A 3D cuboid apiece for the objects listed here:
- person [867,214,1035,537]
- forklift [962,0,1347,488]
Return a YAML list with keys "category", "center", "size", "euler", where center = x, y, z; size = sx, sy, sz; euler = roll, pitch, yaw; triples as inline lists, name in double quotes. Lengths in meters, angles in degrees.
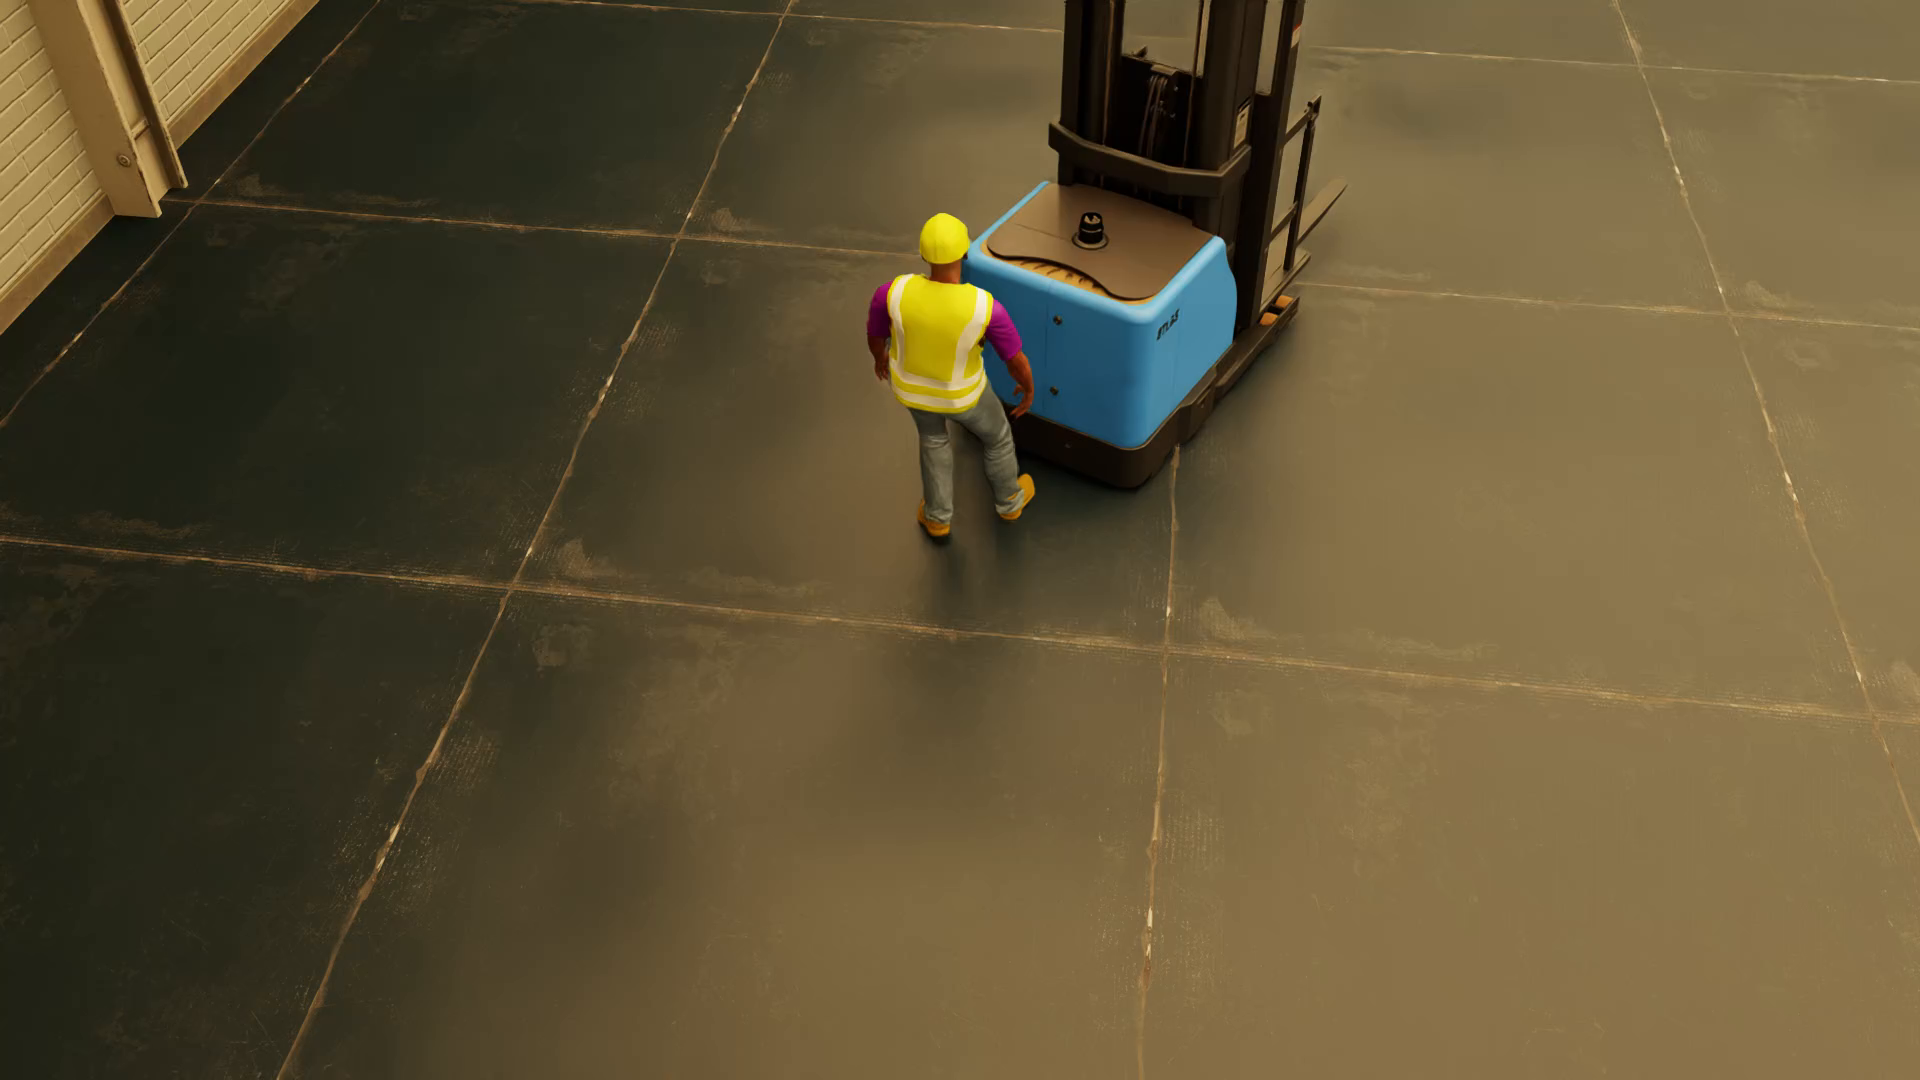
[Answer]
- category: "person"
  center: [-0.022, -0.762, 7.462]
  size: [0.746, 1.727, 0.624]
  euler: [11, 44, 11]
- category: "forklift"
  center: [1.208, -2.306, 8.234]
  size: [1.130, 2.935, 3.031]
  euler: [23, 47, 23]
